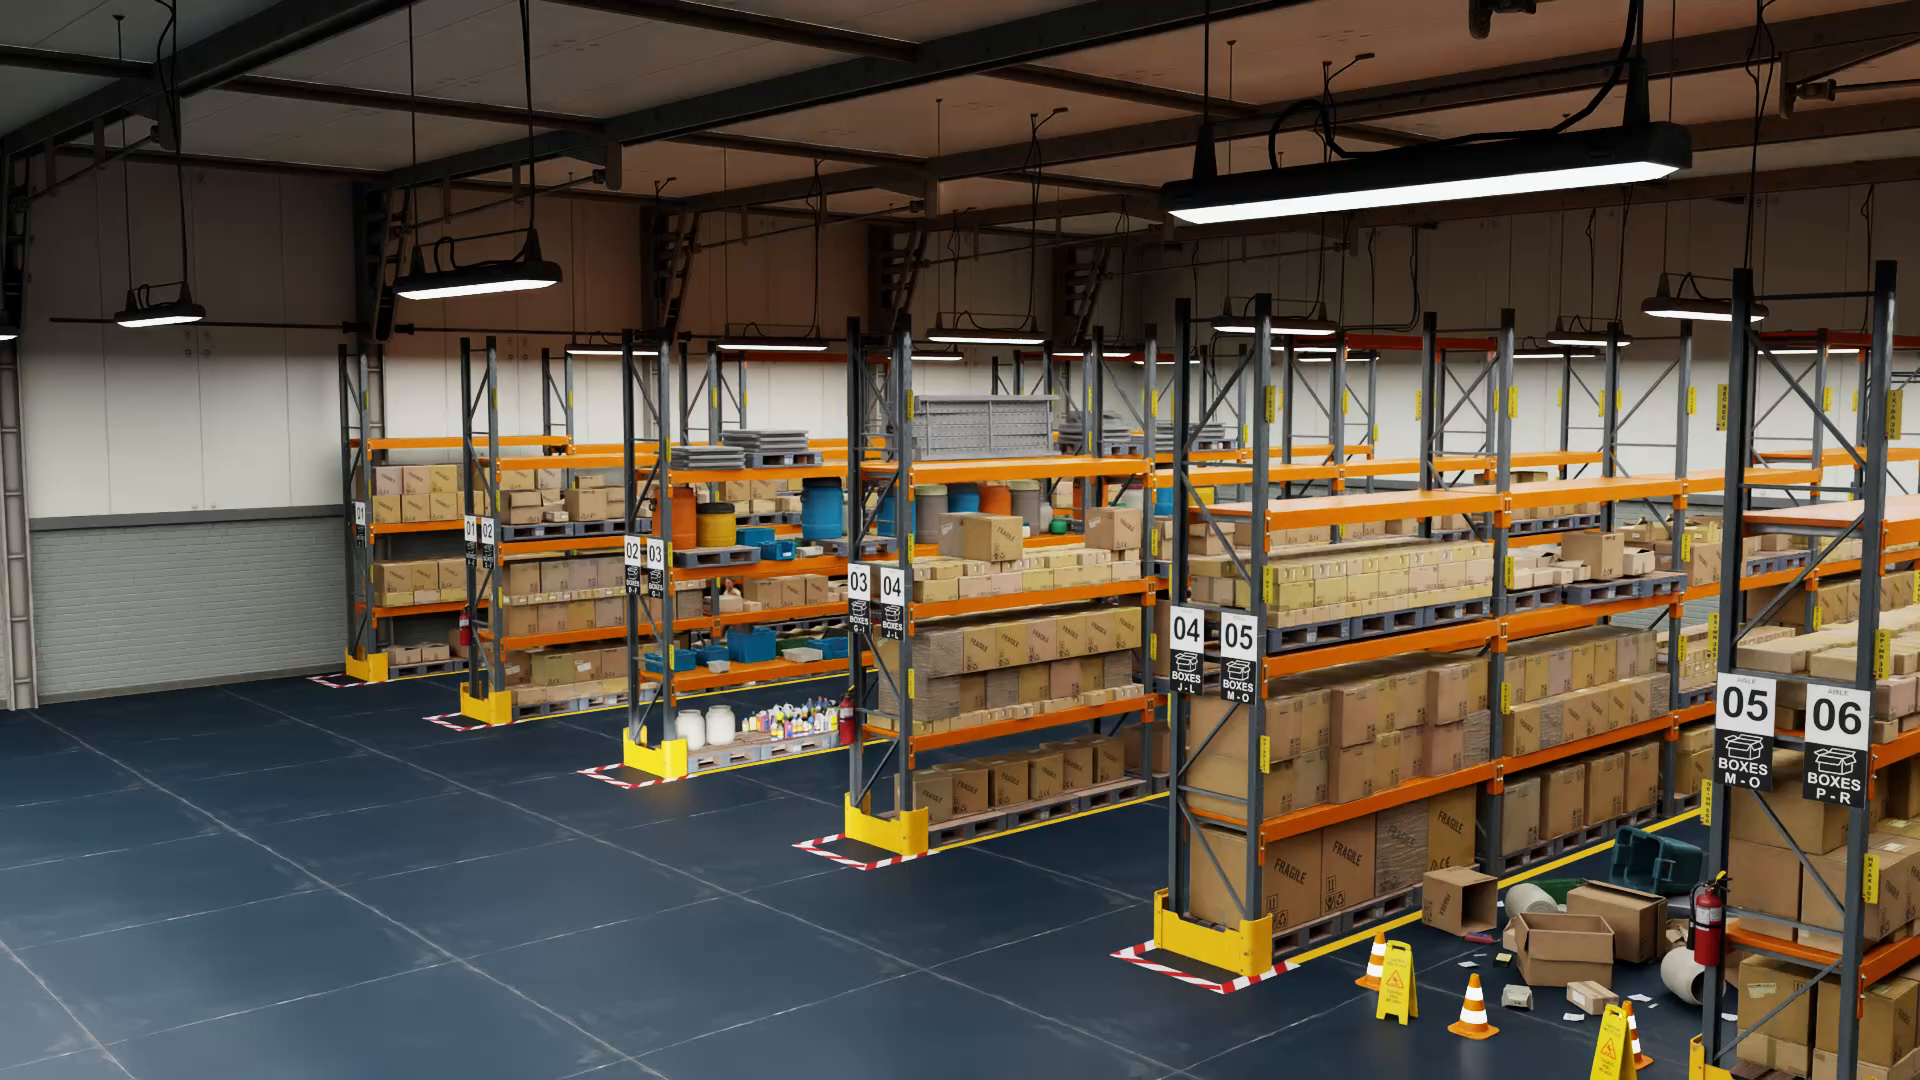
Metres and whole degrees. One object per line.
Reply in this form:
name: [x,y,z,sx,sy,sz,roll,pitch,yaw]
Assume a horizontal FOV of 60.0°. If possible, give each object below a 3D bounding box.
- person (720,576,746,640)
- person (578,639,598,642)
person: [-4.324,1.481,31.996,0.459,1.606,1.007,4,7,41]
person: [-6.683,1.683,29.710,0.462,1.687,0.690,3,6,26]
